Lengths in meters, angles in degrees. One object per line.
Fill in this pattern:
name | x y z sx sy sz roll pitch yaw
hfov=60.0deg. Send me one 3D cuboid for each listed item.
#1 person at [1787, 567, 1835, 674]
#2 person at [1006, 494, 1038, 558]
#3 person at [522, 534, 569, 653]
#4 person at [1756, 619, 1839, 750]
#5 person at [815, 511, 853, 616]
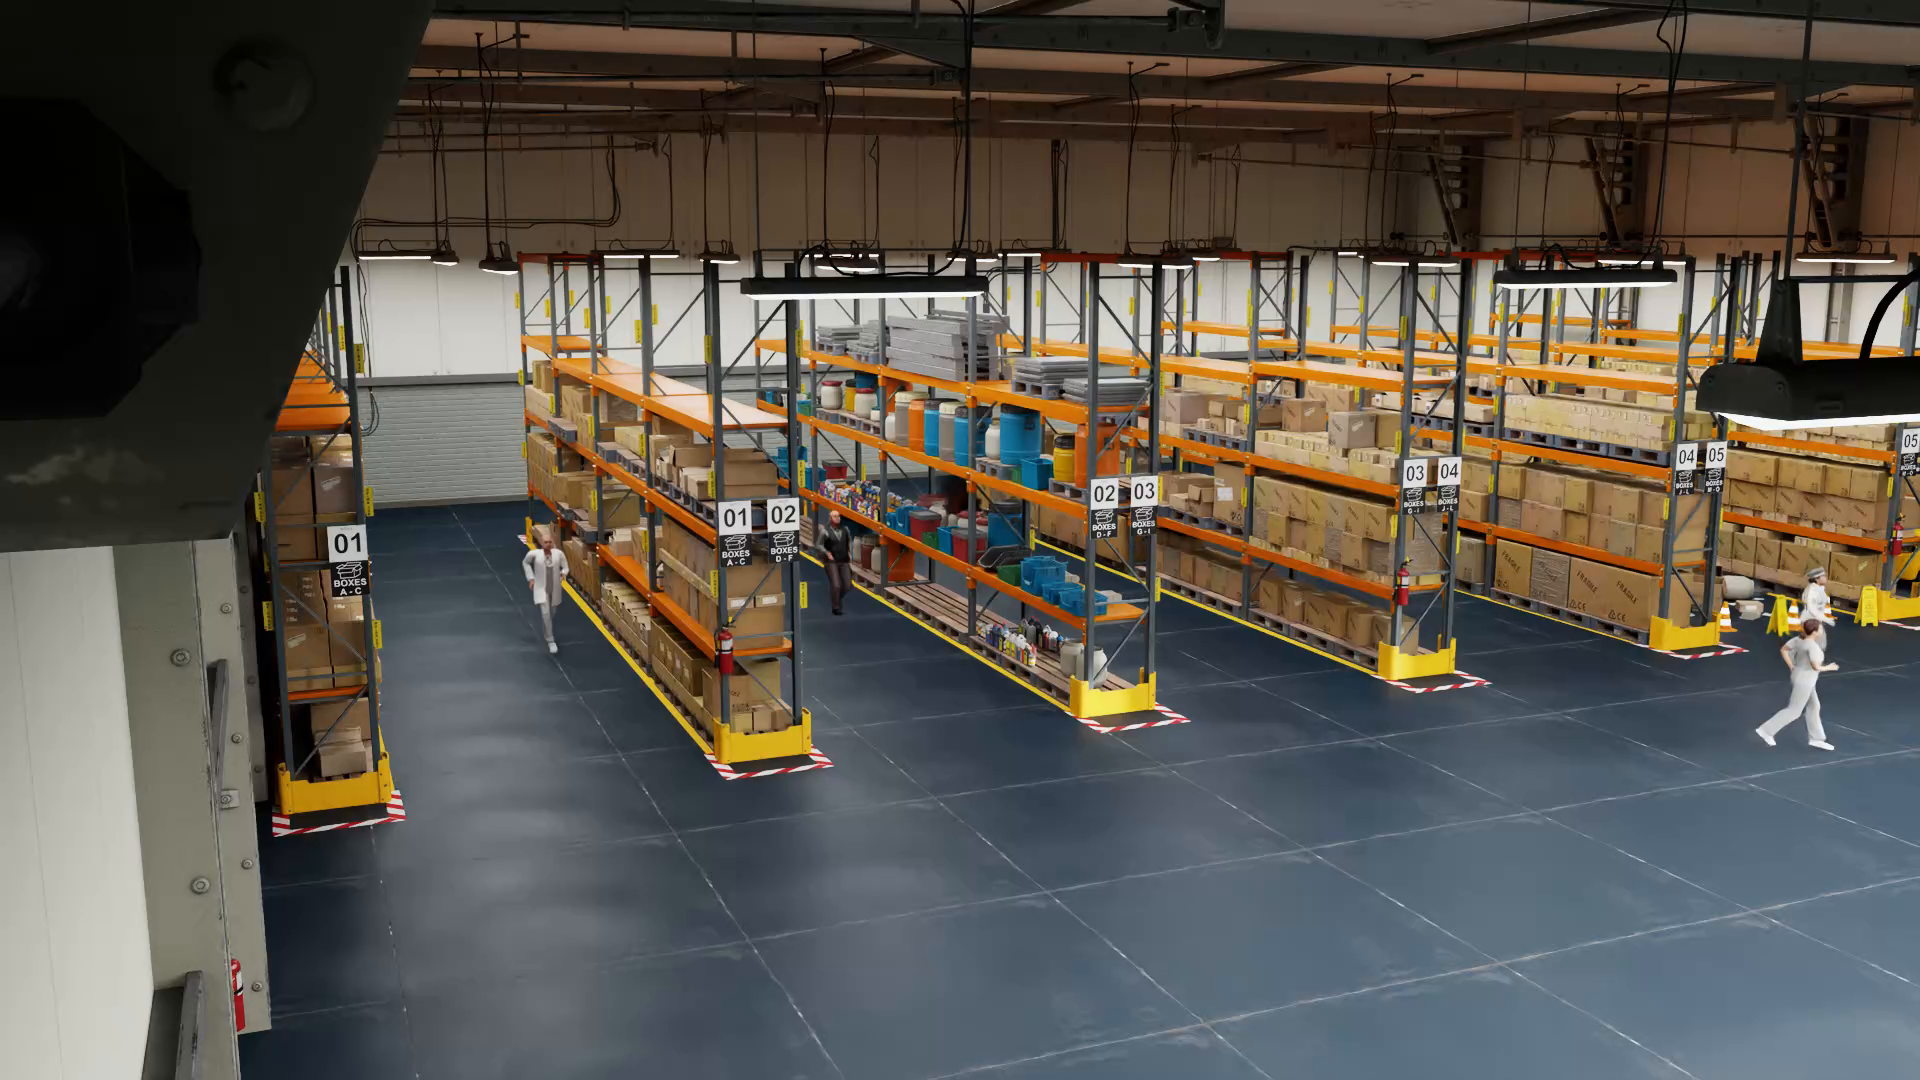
person | 12.325 1.186 24.019 0.573 1.661 0.635 6 12 30
person | 1.216 -0.384 31.084 0.577 1.690 0.928 -7 12 -33
person | -6.418 0.778 25.856 0.662 1.792 1.049 -6 12 -28
person | 10.391 1.787 20.568 0.970 1.670 0.535 1 10 7
person | -1.977 0.374 26.730 0.656 1.694 0.561 -5 12 -26
